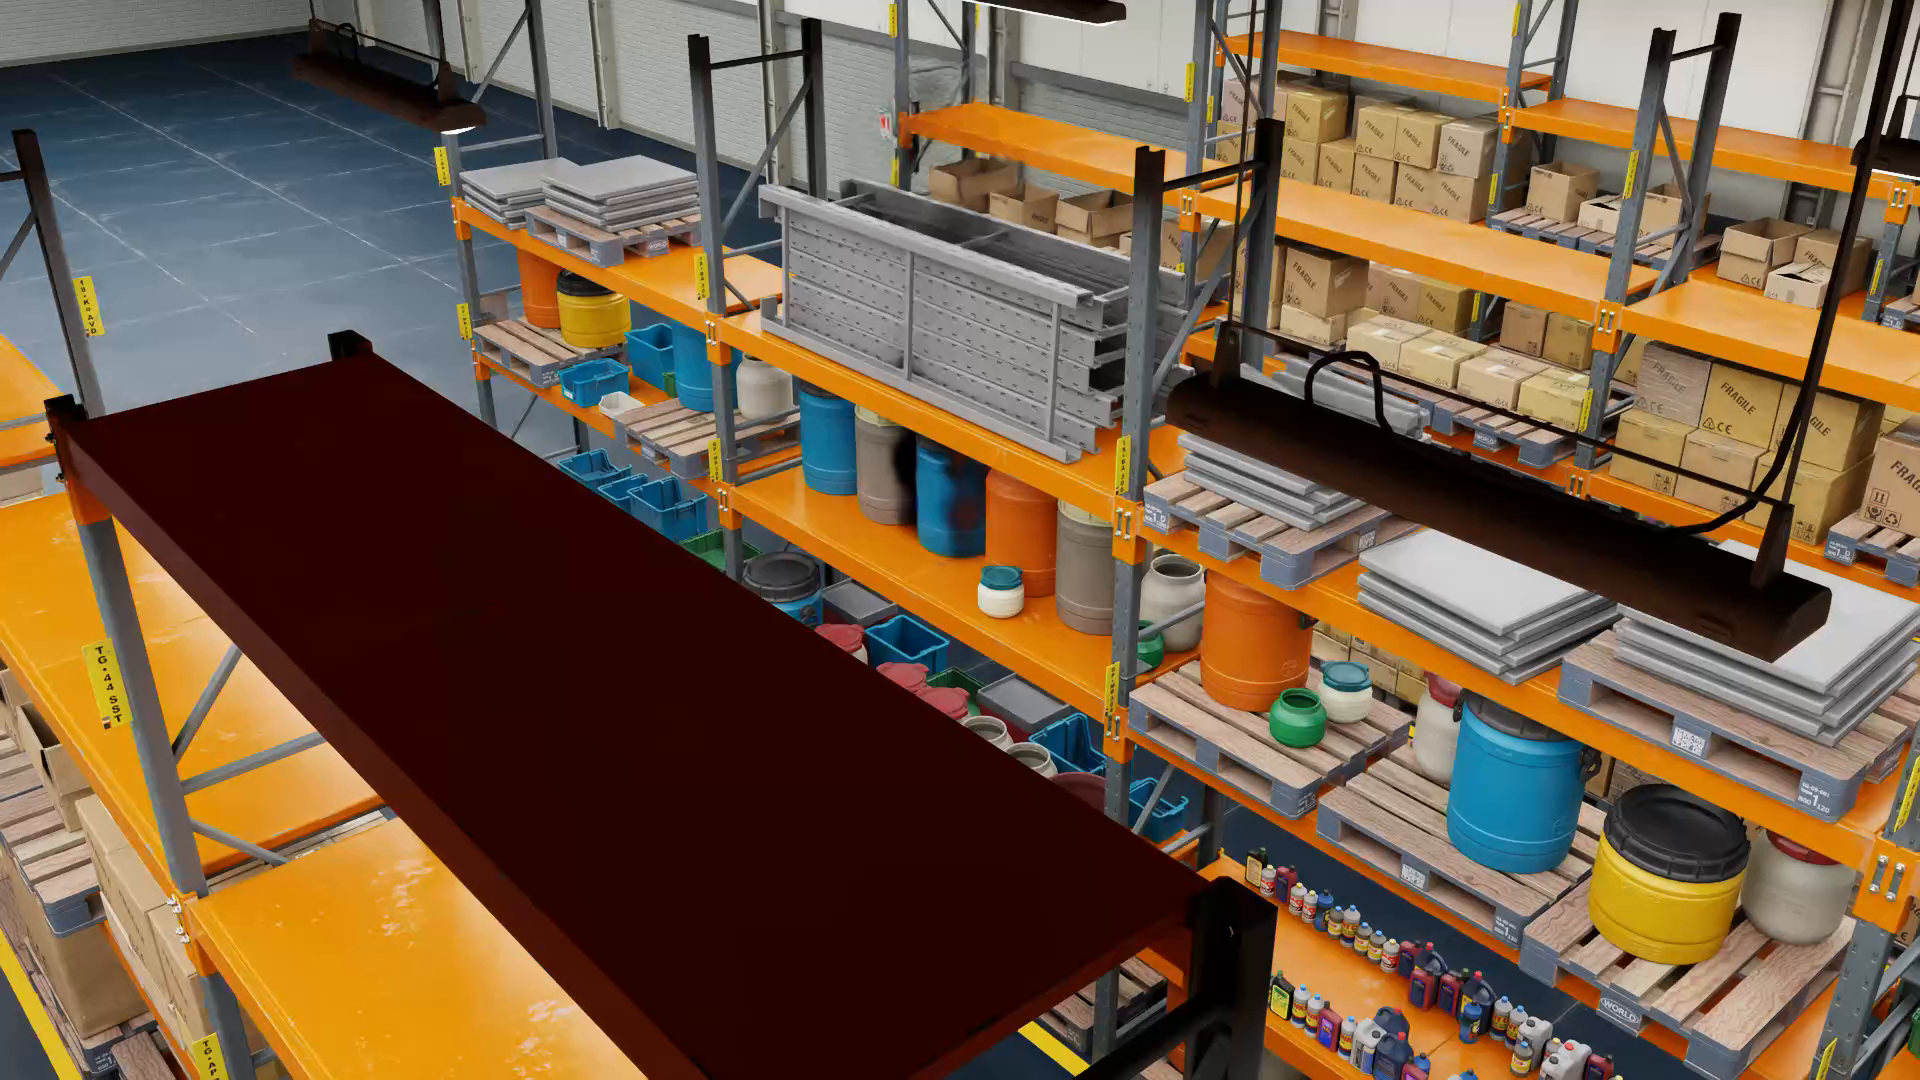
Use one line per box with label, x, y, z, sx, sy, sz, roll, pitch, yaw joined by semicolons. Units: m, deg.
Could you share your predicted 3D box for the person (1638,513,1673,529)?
person;6.300;0.172;15.443;0.856;1.583;0.536;20;33;34
